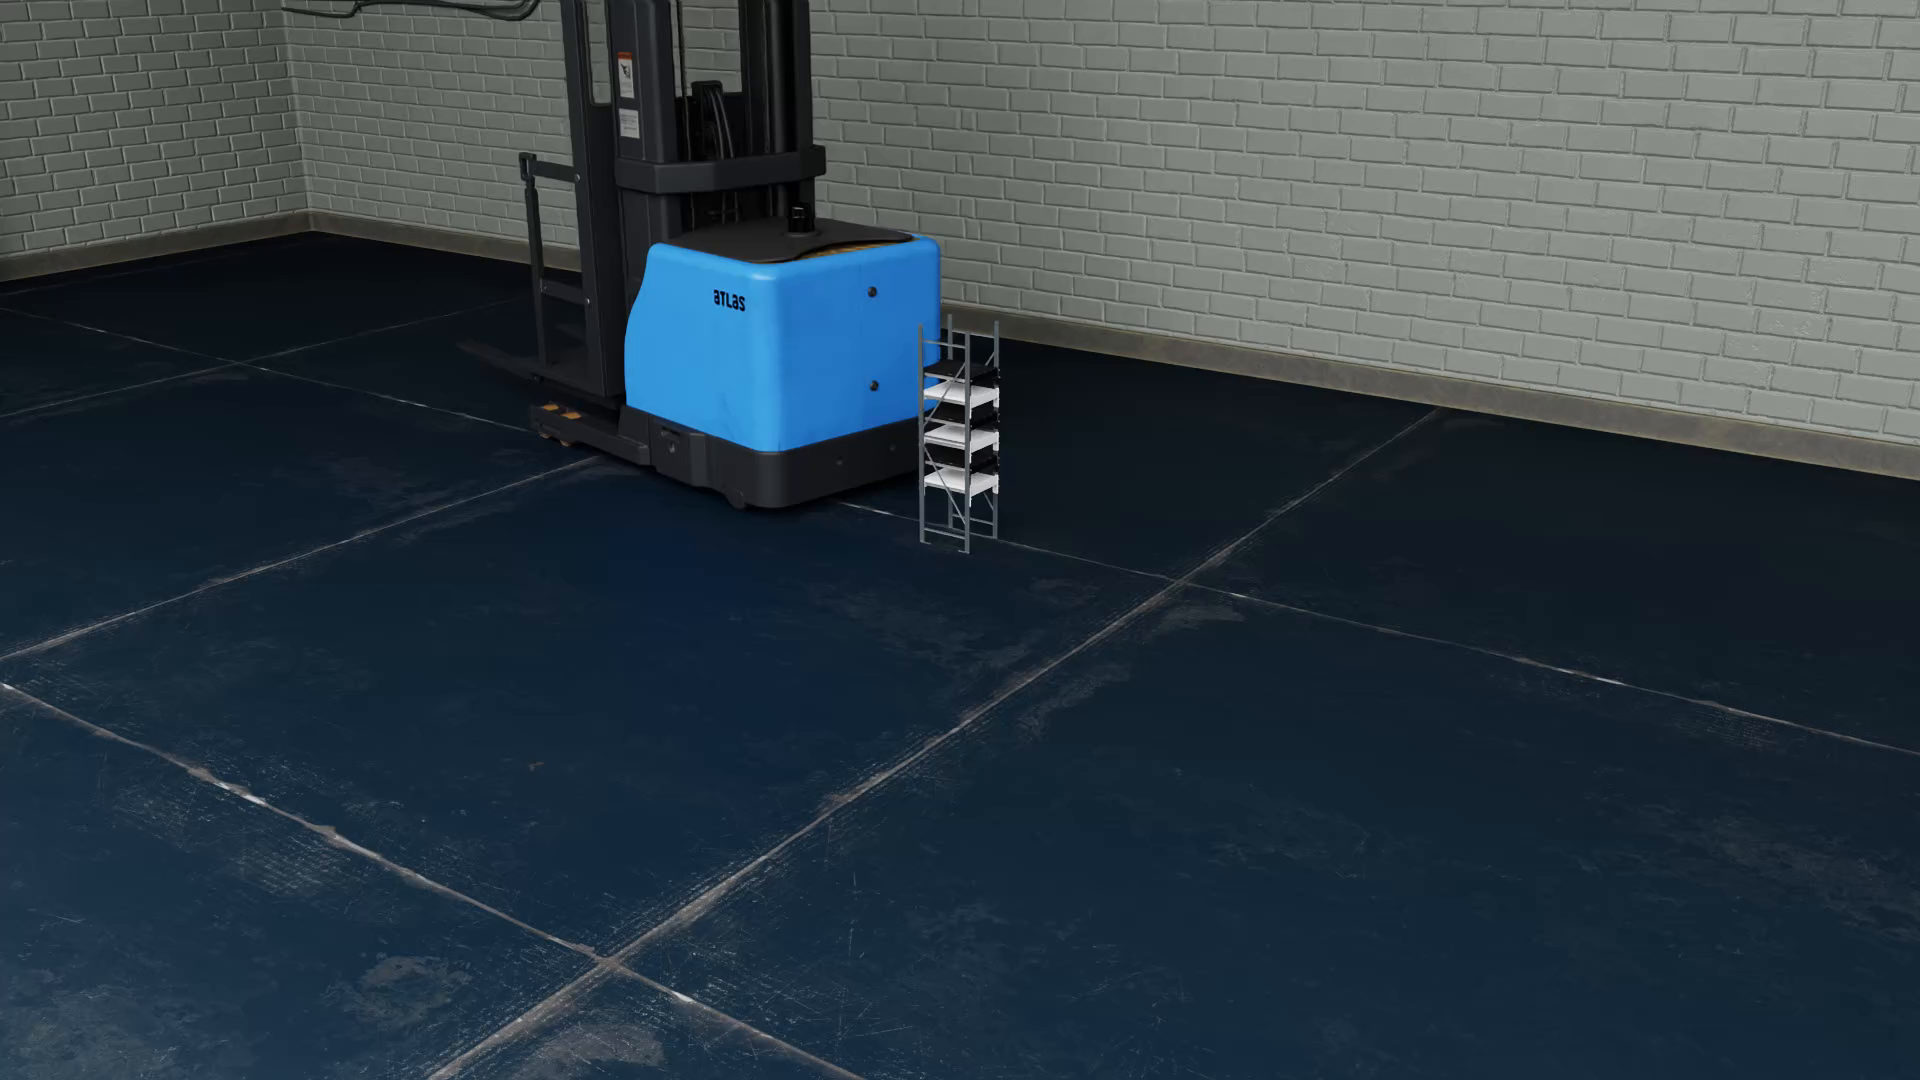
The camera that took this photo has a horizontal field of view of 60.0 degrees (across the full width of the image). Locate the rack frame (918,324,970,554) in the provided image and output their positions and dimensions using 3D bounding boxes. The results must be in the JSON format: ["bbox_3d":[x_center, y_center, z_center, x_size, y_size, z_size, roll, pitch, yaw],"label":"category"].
[{"bbox_3d":[-0.062,-0.391,6.524,0.240,0.900,0.006,13,24,32],"label":"rack frame"}]

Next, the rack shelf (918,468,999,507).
[{"bbox_3d":[-0.005,-0.220,6.677,0.258,0.077,0.200,13,24,32],"label":"rack shelf"}]

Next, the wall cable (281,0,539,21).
[{"bbox_3d":[-4.122,-5.010,11.815,3.097,2.526,0.112,13,24,32],"label":"wall cable"}]

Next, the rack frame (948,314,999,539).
[{"bbox_3d":[0.053,-0.449,6.681,0.240,0.900,0.006,13,24,32],"label":"rack frame"}]

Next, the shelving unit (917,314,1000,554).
[{"bbox_3d":[-0.005,-0.420,6.603,0.258,0.900,0.210,13,24,32],"label":"shelving unit"}]

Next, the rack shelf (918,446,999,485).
[{"bbox_3d":[-0.005,-0.304,6.645,0.258,0.077,0.200,13,24,32],"label":"rack shelf"}]

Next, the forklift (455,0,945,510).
[{"bbox_3d":[-1.448,-1.929,7.754,1.130,2.935,3.031,-18,27,-40],"label":"forklift"}]

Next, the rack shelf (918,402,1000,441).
[{"bbox_3d":[-0.005,-0.473,6.583,0.258,0.077,0.200,13,24,32],"label":"rack shelf"}]

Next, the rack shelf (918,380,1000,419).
[{"bbox_3d":[-0.005,-0.557,6.552,0.258,0.077,0.200,13,24,32],"label":"rack shelf"}]

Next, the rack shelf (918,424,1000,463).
[{"bbox_3d":[-0.005,-0.388,6.614,0.258,0.077,0.200,13,24,32],"label":"rack shelf"}]

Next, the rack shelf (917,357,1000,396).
[{"bbox_3d":[-0.005,-0.642,6.520,0.258,0.077,0.200,13,24,32],"label":"rack shelf"}]
